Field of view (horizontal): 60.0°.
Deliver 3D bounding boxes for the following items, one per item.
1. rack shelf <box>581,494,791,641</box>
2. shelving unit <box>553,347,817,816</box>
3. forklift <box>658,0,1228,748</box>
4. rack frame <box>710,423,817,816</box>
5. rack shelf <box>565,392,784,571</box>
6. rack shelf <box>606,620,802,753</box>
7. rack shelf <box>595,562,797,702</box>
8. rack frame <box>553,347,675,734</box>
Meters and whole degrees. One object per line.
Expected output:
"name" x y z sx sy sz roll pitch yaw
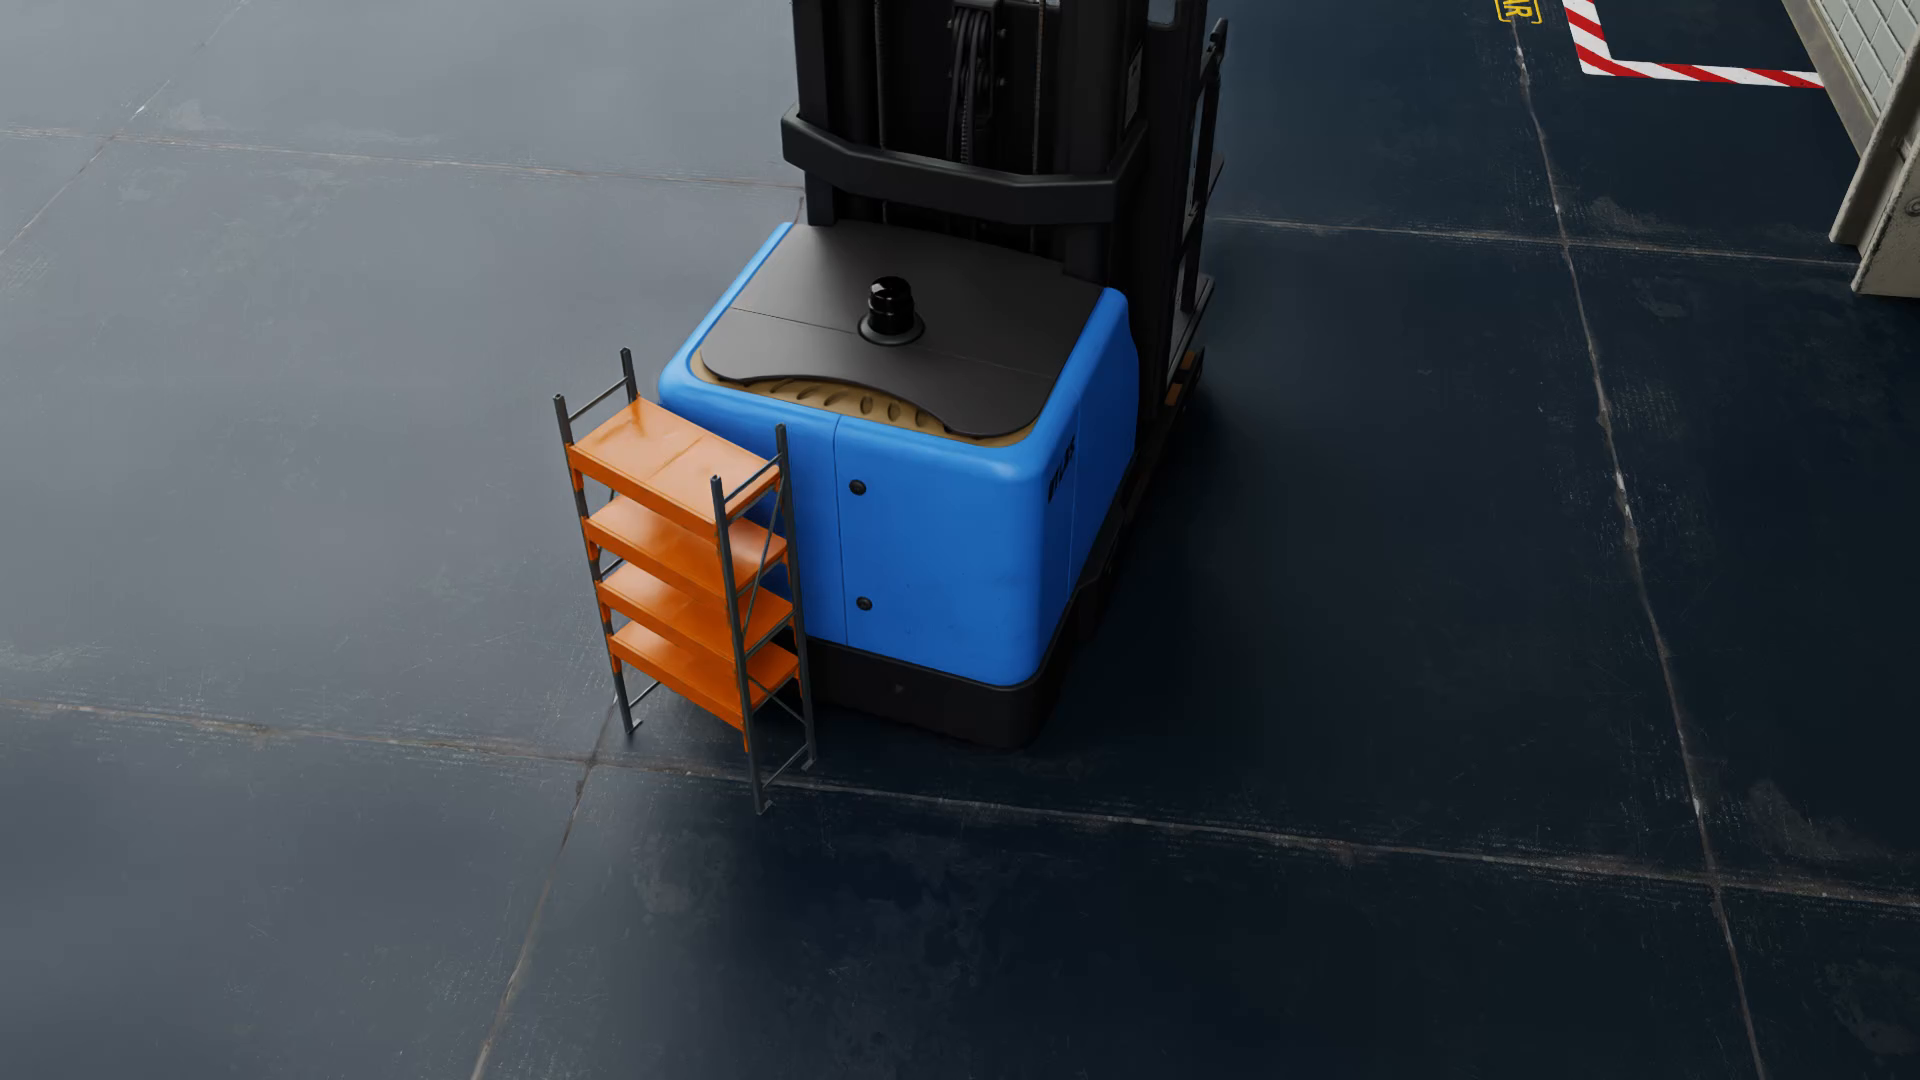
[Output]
"rack shelf" -0.670 0.025 4.123 0.480 0.148 0.258 26 50 25
"shelving unit" -0.670 0.138 4.231 0.503 1.200 0.258 26 50 25
"forklift" 0.204 -1.523 4.727 1.130 2.935 3.031 14 45 14
"rack frame" -0.472 0.237 4.127 0.015 1.200 0.240 26 50 25
"rack shelf" -0.670 -0.147 3.960 0.480 0.148 0.258 26 50 25
"rack shelf" -0.669 0.331 4.414 0.480 0.148 0.258 26 50 25
"rack shelf" -0.670 0.187 4.277 0.480 0.148 0.258 26 50 25
"rack frame" -0.867 0.040 4.335 0.015 1.200 0.240 26 50 25
